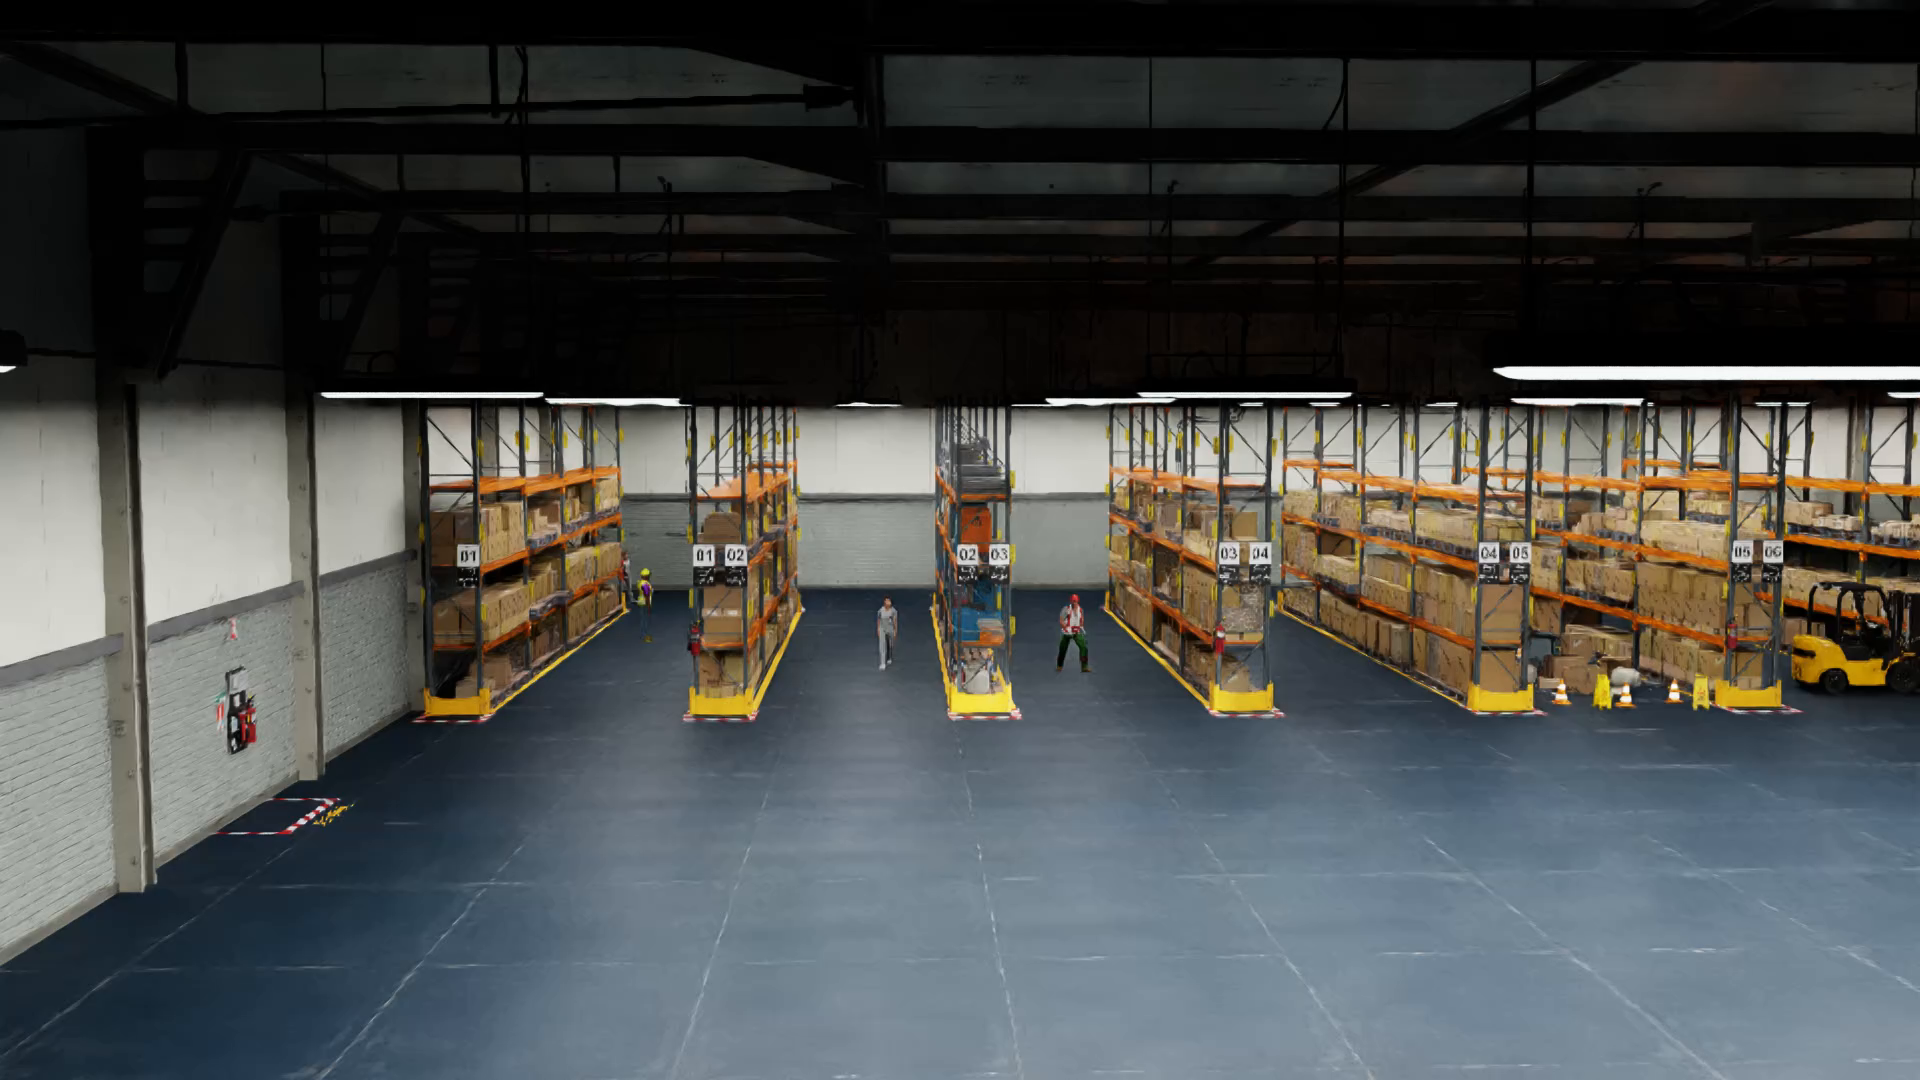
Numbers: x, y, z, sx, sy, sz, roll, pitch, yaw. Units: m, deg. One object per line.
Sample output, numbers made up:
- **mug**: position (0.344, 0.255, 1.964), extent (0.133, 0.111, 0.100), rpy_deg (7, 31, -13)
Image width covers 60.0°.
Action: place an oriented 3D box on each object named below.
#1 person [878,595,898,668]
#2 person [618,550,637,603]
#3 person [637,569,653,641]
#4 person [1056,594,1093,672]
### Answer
- **person**: position (-1.603, 2.011, 36.865), extent (0.445, 1.591, 1.110), rpy_deg (0, 5, -5)
- **person**: position (-9.785, 1.086, 48.703), extent (0.532, 1.586, 0.637), rpy_deg (3, 5, 35)
- **person**: position (-7.740, 1.596, 41.013), extent (0.405, 1.763, 0.664), rpy_deg (-2, 5, -25)
- **person**: position (2.446, 2.008, 36.178), extent (0.686, 1.716, 0.838), rpy_deg (-1, 5, -18)
